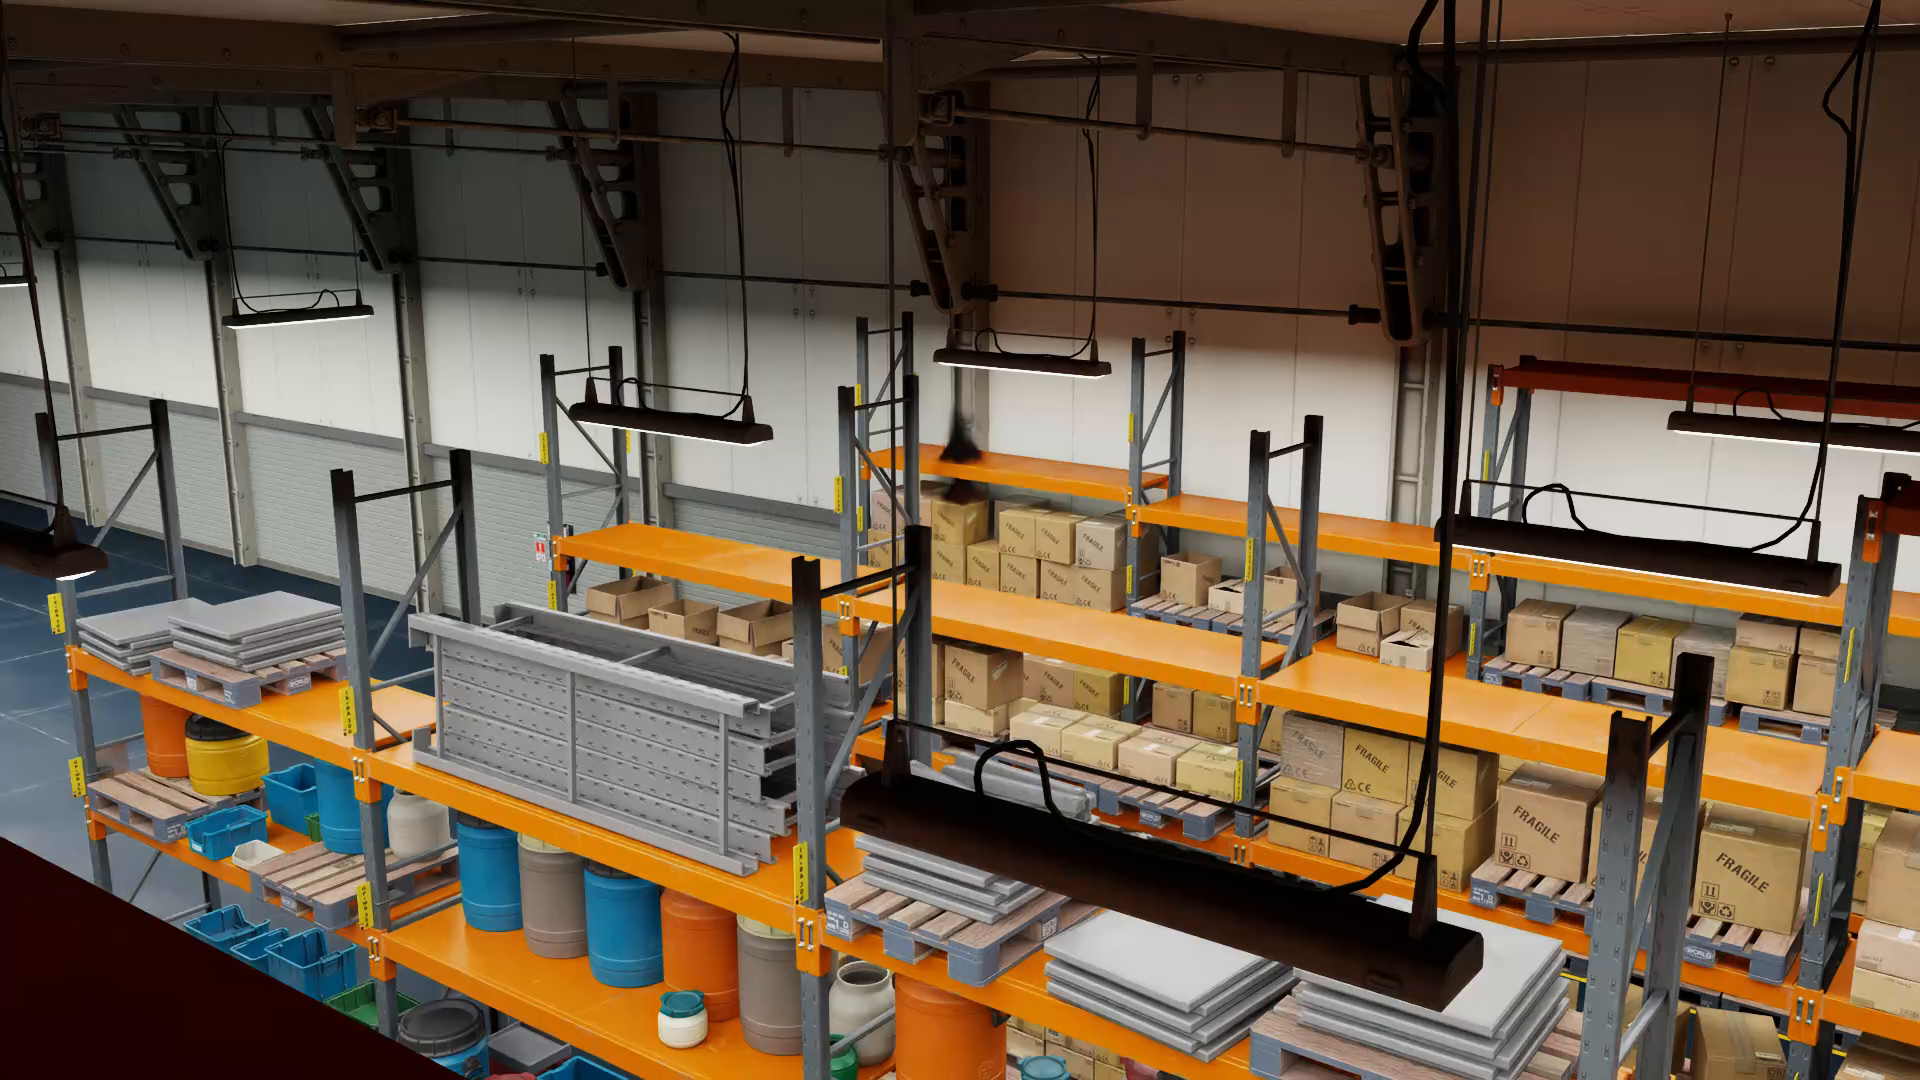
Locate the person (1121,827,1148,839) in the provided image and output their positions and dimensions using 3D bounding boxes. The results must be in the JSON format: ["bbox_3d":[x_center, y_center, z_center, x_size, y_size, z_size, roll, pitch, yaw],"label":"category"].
[{"bbox_3d":[1.707,3.479,16.529,0.830,1.746,0.583,12,17,41],"label":"person"}]
